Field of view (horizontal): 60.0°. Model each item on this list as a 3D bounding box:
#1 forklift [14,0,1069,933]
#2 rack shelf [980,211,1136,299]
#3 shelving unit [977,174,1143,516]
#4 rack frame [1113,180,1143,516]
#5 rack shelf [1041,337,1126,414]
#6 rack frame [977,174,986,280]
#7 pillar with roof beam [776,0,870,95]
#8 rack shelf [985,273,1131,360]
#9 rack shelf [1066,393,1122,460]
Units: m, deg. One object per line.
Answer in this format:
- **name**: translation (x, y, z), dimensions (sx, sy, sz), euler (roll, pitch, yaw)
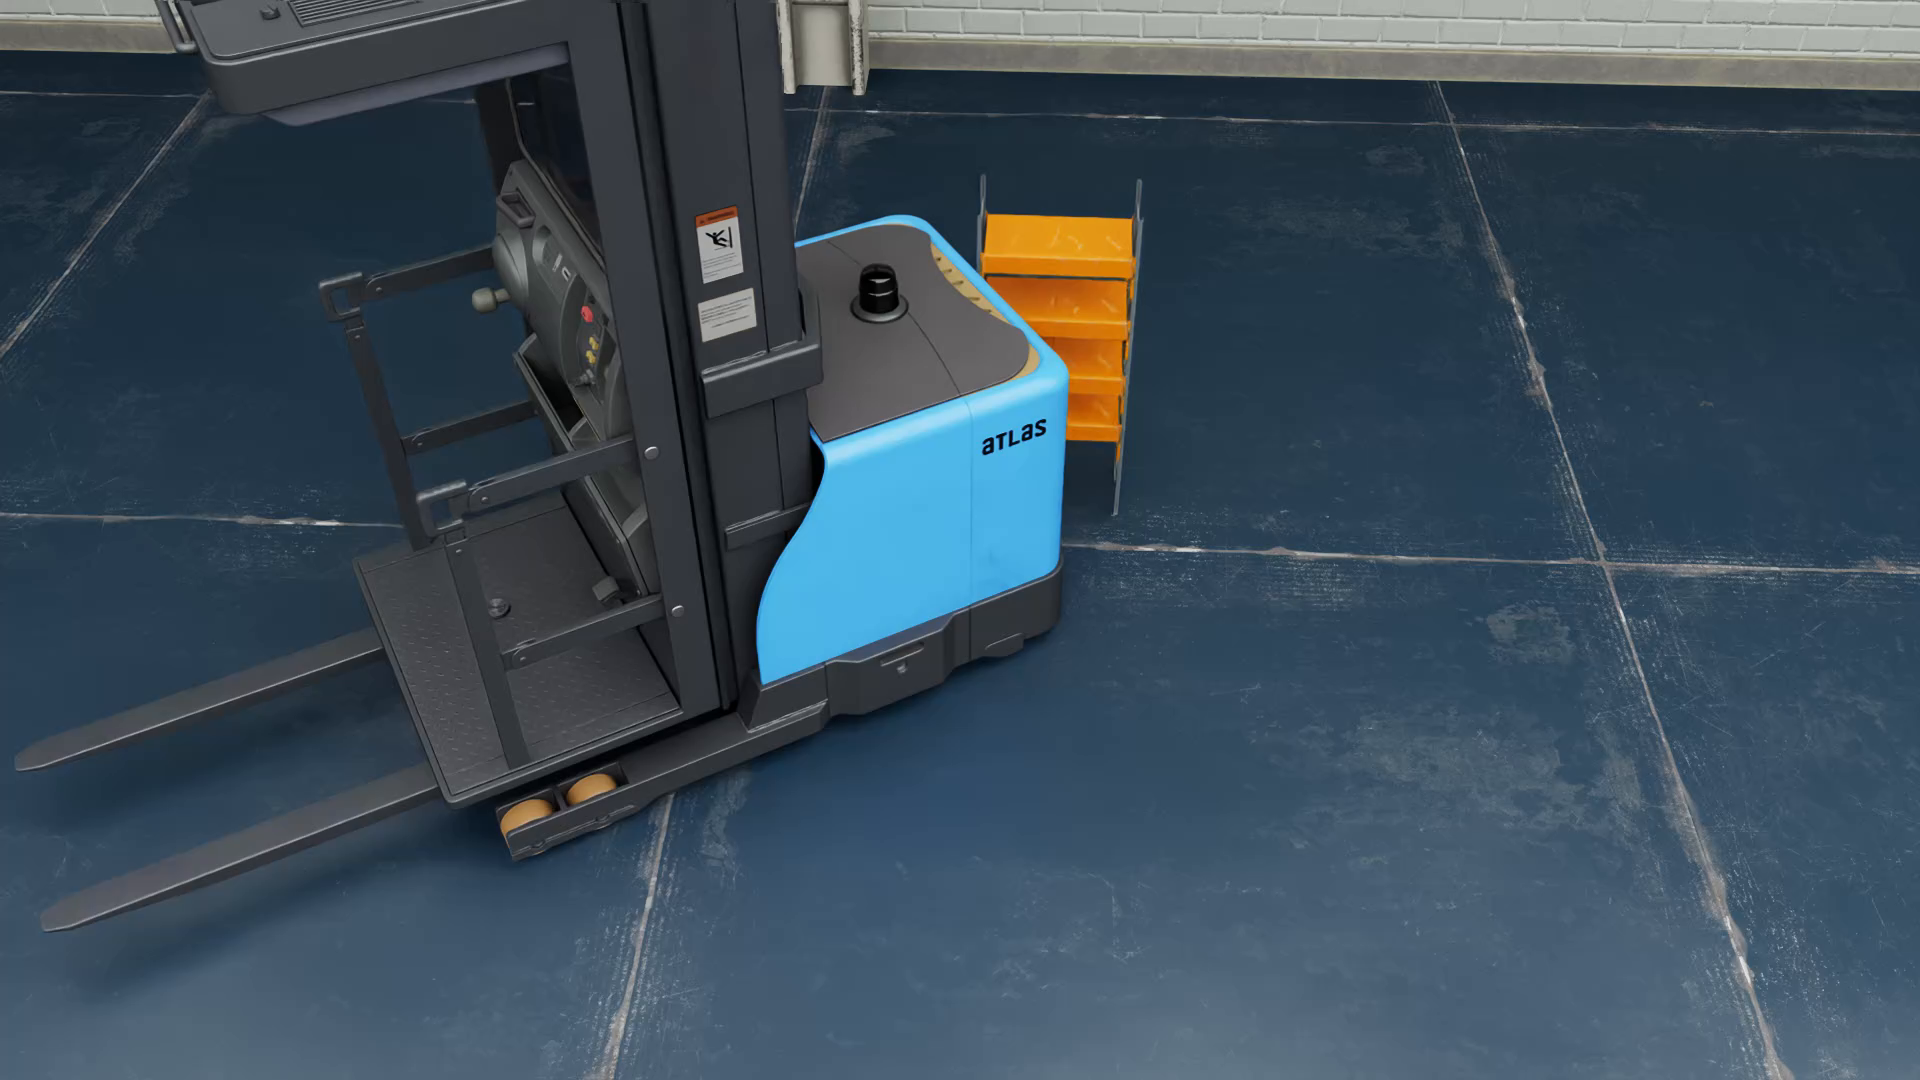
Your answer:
- **forklift**: translation (-1.217, -0.581, 4.223), dimensions (3.031, 2.935, 1.130), euler (-20, 47, -20)
- **rack shelf**: translation (0.310, -0.904, 5.264), dimensions (0.480, 0.148, 0.258), euler (2, 43, 3)
- **shelving unit**: translation (0.310, -0.617, 5.532), dimensions (0.503, 1.200, 0.258), euler (2, 43, 3)
- **rack frame**: translation (0.554, -0.606, 5.521), dimensions (0.015, 1.200, 0.240), euler (2, 43, 3)
- **rack shelf**: translation (0.310, -0.568, 5.578), dimensions (0.480, 0.148, 0.258), euler (2, 43, 3)
- **rack frame**: translation (0.067, -0.628, 5.543), dimensions (0.015, 1.200, 0.240), euler (2, 43, 3)
- **pillar with roof beam**: translation (-0.849, -2.631, 1.972), dimensions (0.400, 9.000, 9.100), euler (2, 43, 2)
- **rack shelf**: translation (0.310, -0.731, 5.425), dimensions (0.480, 0.148, 0.258), euler (2, 43, 3)
- **rack shelf**: translation (0.310, -0.422, 5.713), dimensions (0.480, 0.148, 0.258), euler (2, 43, 3)
